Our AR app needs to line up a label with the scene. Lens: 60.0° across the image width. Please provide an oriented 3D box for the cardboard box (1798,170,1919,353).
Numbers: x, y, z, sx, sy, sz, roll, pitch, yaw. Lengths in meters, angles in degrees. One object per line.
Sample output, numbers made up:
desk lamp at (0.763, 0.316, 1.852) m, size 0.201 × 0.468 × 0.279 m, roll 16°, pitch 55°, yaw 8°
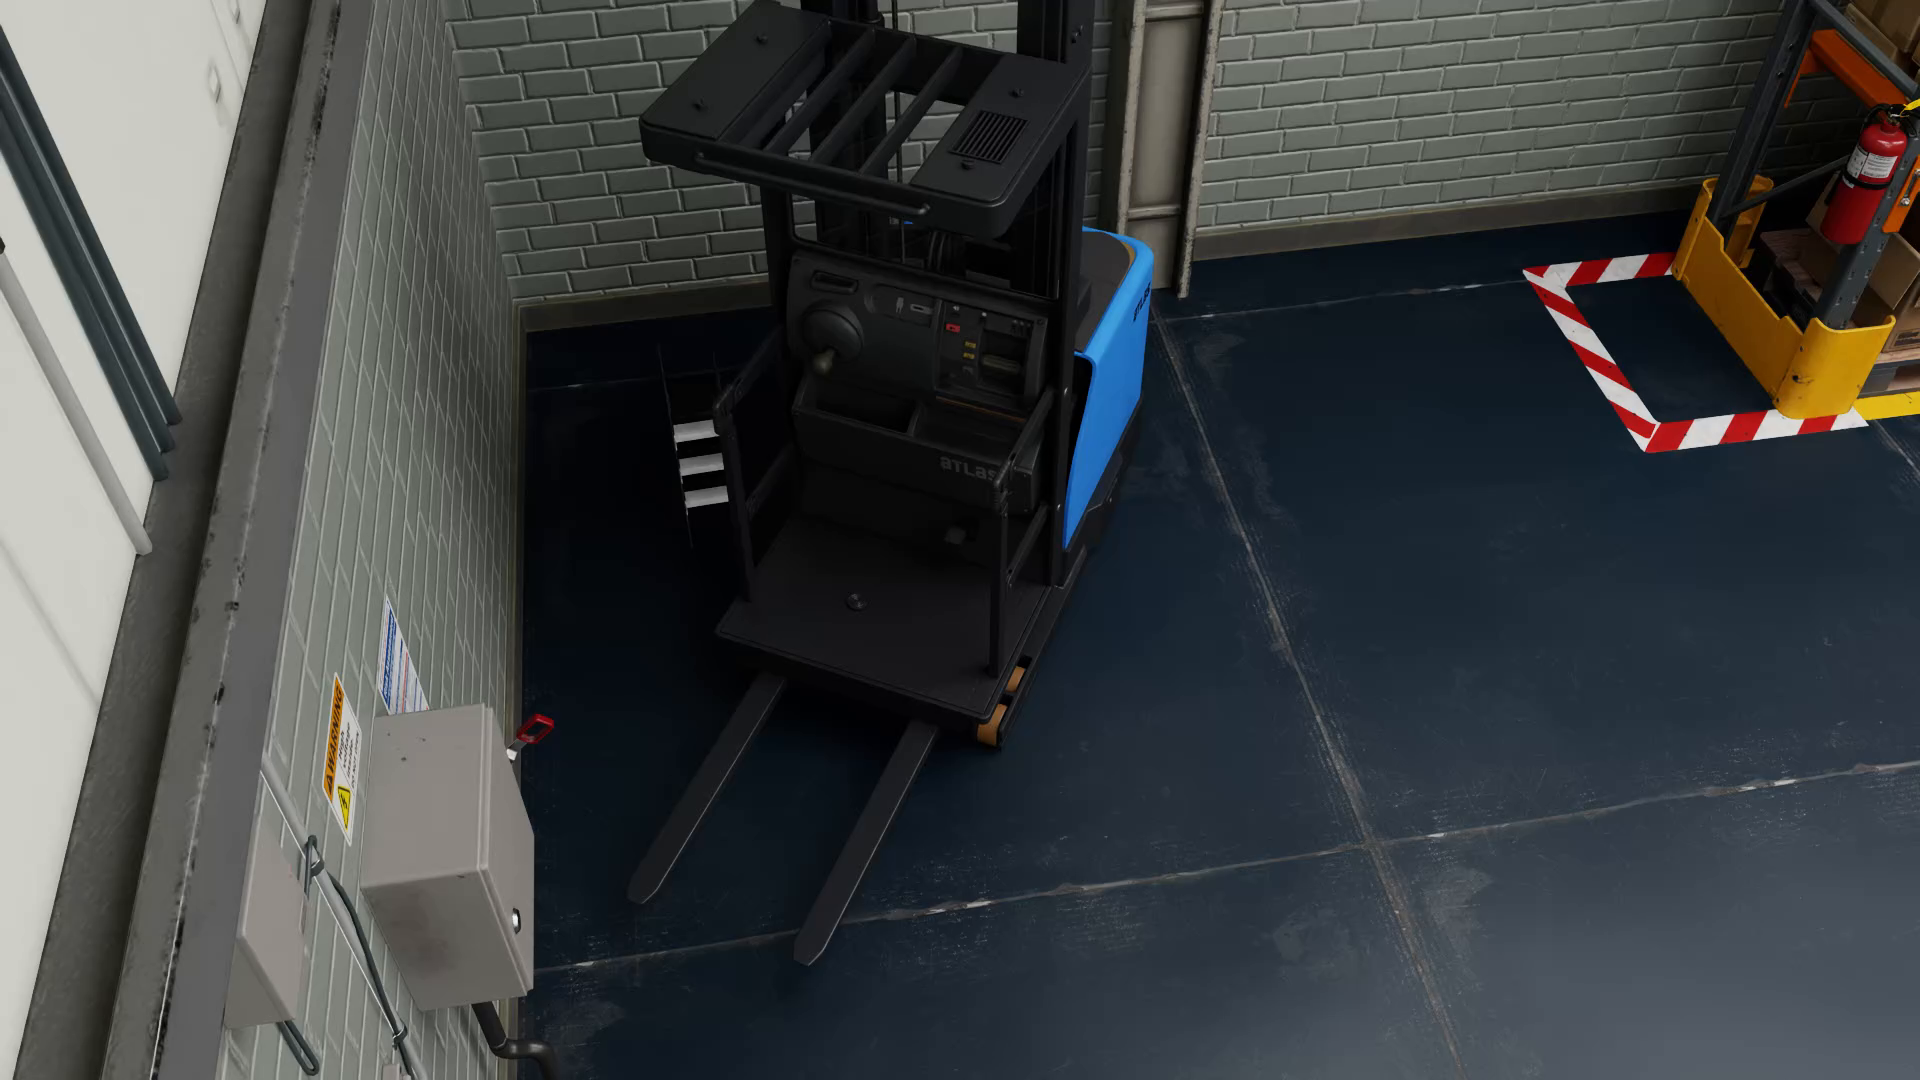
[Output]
cardboard box at (4.318, -1.288, 7.543) m, size 0.637 × 0.503 × 0.797 m, roll -9°, pitch 47°, yaw -8°

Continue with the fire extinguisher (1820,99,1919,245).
fire extinguisher at (3.633, -1.498, 6.616) m, size 0.183 × 0.674 × 0.296 m, roll -7°, pitch 46°, yaw -7°

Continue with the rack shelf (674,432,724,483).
rack shelf at (-1.040, -0.354, 6.706) m, size 0.200 × 0.077 × 0.258 m, roll -9°, pitch 47°, yaw -9°

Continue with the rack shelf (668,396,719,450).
rack shelf at (-1.040, -0.479, 6.576) m, size 0.200 × 0.077 × 0.258 m, roll -9°, pitch 47°, yaw -9°

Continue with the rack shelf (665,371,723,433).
rack shelf at (-1.040, -0.542, 6.512) m, size 0.200 × 0.077 × 0.258 m, roll -9°, pitch 47°, yaw -9°

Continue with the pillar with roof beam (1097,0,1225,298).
pillar with roof beam at (1.622, -1.336, 1.981) m, size 0.400 × 9.000 × 9.100 m, roll -7°, pitch 46°, yaw -7°

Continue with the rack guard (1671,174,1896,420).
rack guard at (3.774, -1.143, 7.697) m, size 0.348 × 0.500 × 1.175 m, roll -7°, pitch 46°, yaw -7°

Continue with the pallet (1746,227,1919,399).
pallet at (4.559, -1.141, 7.896) m, size 1.213 × 0.211 × 1.003 m, roll -7°, pitch 46°, yaw -7°

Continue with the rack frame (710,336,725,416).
rack frame at (-0.941, -0.394, 6.698) m, size 0.006 × 0.900 × 0.240 m, roll -9°, pitch 47°, yaw -9°

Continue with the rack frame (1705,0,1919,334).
rack frame at (3.699, -2.000, 6.788) m, size 0.127 × 3.000 × 1.000 m, roll -7°, pitch 46°, yaw -7°

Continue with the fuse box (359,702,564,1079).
fuse box at (-1.218, 1.169, 4.629) m, size 0.414 × 1.711 × 0.539 m, roll -7°, pitch 46°, yaw -7°

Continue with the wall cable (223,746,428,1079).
wall cable at (-1.257, 0.873, 3.314) m, size 0.122 × 1.984 × 0.588 m, roll -7°, pitch 46°, yaw -7°

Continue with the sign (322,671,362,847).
sign at (-1.412, 0.500, 3.805) m, size 0.001 × 0.242 × 0.339 m, roll -7°, pitch 46°, yaw -7°

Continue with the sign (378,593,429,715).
sign at (-1.506, 0.430, 4.512) m, size 0.001 × 0.494 × 0.329 m, roll -7°, pitch 46°, yaw -7°

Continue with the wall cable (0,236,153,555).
wall cable at (-1.134, -0.196, 0.883) m, size 0.029 × 3.000 × 2.355 m, roll -7°, pitch 46°, yaw -7°

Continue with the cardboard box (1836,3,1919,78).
cardboard box at (3.980, -2.144, 7.101) m, size 0.250 × 0.149 × 0.380 m, roll -8°, pitch 47°, yaw -7°

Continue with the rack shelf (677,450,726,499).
rack shelf at (-1.040, -0.292, 6.771) m, size 0.200 × 0.077 × 0.258 m, roll -9°, pitch 47°, yaw -9°

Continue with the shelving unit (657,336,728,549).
shelving unit at (-1.040, -0.378, 6.682) m, size 0.210 × 0.900 × 0.258 m, roll -9°, pitch 47°, yaw -9°

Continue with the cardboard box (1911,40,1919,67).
cardboard box at (4.192, -1.916, 6.604) m, size 0.500 × 0.250 × 0.500 m, roll -7°, pitch 46°, yaw -7°

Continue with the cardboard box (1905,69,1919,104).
cardboard box at (4.070, -1.759, 6.729) m, size 0.250 × 0.149 × 0.380 m, roll -7°, pitch 47°, yaw -7°

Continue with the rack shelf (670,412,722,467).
rack shelf at (-1.040, -0.417, 6.641) m, size 0.200 × 0.077 × 0.258 m, roll -9°, pitch 47°, yaw -9°

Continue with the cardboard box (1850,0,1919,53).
cardboard box at (4.107, -2.296, 6.970) m, size 0.500 × 0.250 × 0.500 m, roll -6°, pitch 46°, yaw -6°

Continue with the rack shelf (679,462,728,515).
rack shelf at (-1.040, -0.230, 6.836) m, size 0.200 × 0.077 × 0.258 m, roll -9°, pitch 47°, yaw -9°

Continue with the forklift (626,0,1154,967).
forklift at (-0.232, -0.599, 5.485) m, size 1.130 × 2.935 × 3.031 m, roll 16°, pitch 48°, yaw 15°

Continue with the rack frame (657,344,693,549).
rack frame at (-1.139, -0.361, 6.666) m, size 0.006 × 0.900 × 0.240 m, roll -9°, pitch 47°, yaw -9°

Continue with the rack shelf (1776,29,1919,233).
rack shelf at (5.670, -1.996, 7.283) m, size 4.000 × 0.370 × 1.077 m, roll -7°, pitch 46°, yaw -7°

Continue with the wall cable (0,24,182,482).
wall cable at (-1.571, -2.190, 2.779) m, size 0.133 × 3.039 × 2.988 m, roll -7°, pitch 46°, yaw -7°
